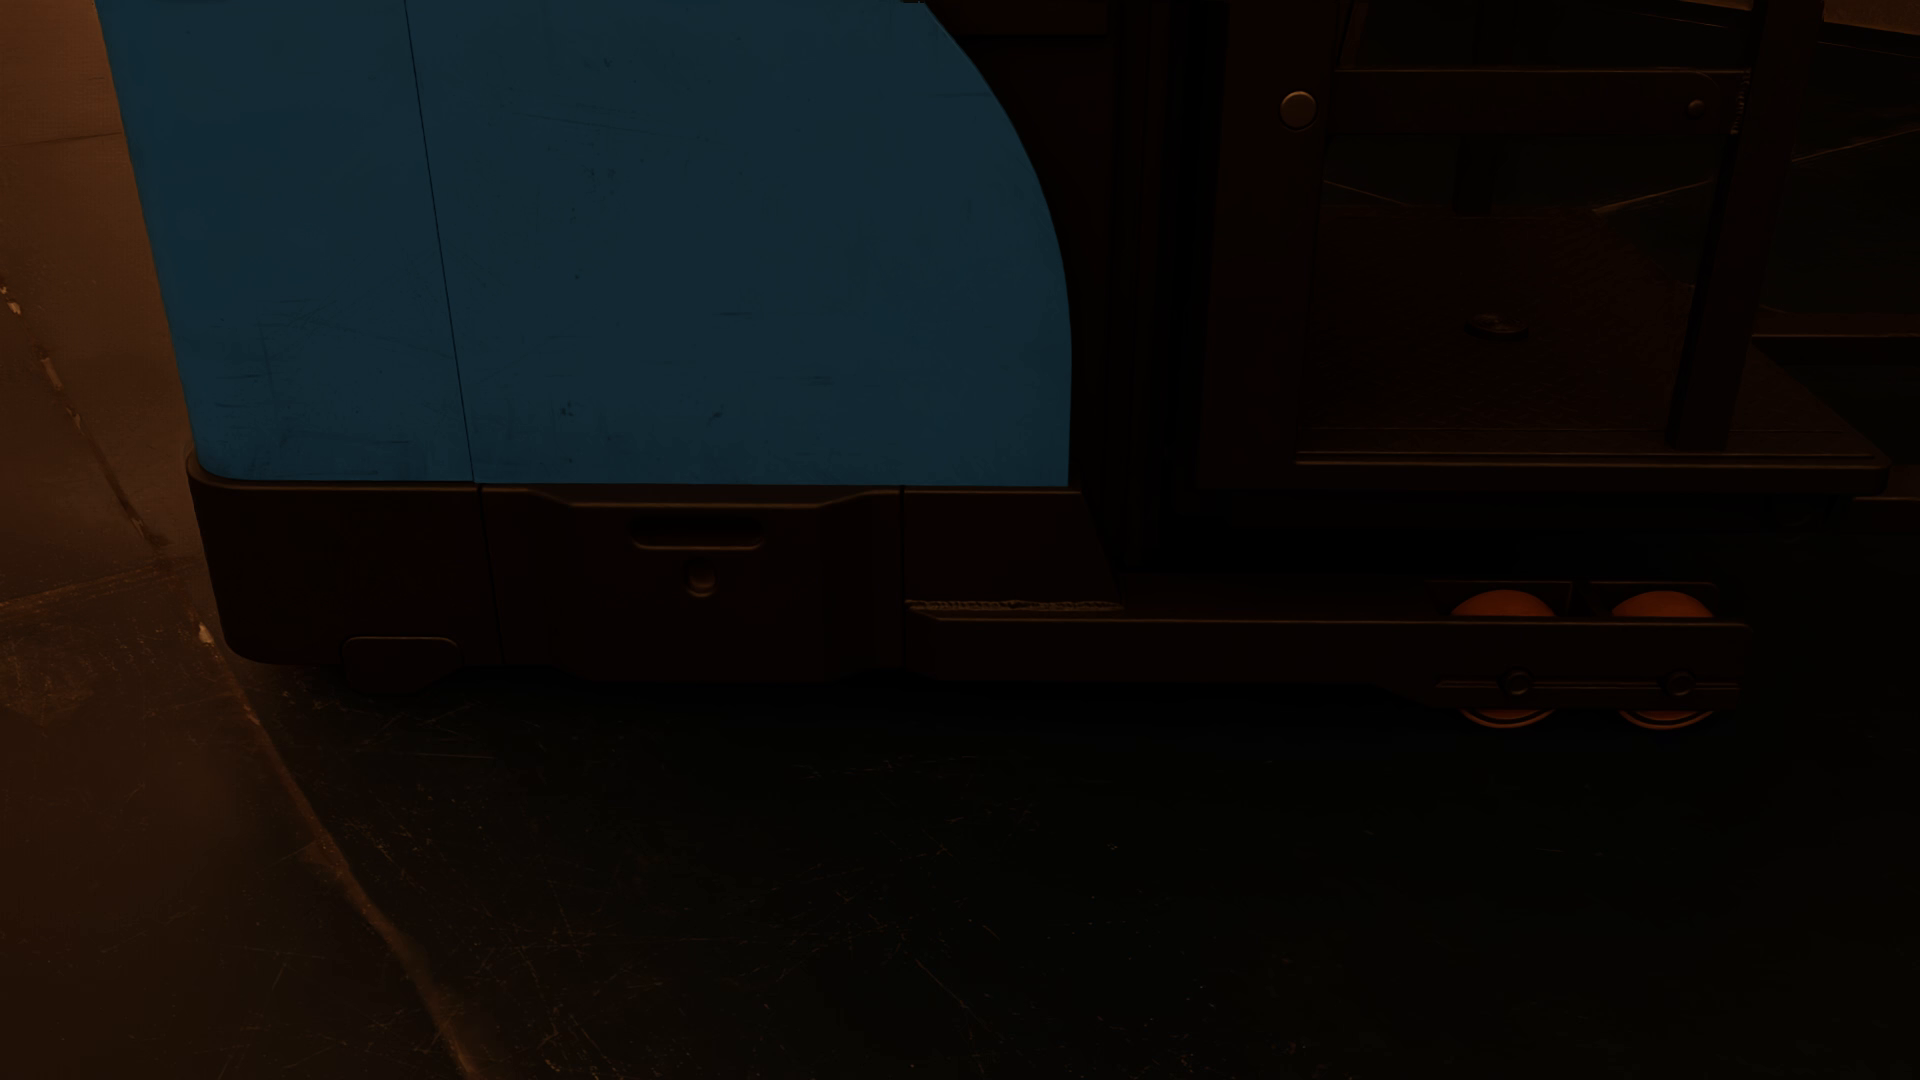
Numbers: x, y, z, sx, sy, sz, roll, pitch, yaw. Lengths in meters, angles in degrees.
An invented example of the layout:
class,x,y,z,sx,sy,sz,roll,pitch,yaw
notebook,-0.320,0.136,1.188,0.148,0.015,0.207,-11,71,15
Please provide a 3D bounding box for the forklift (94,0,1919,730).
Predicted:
class,x,y,z,sx,sy,sz,roll,pitch,yaw
forklift,0.586,-1.319,1.861,3.031,2.935,1.130,0,27,1
